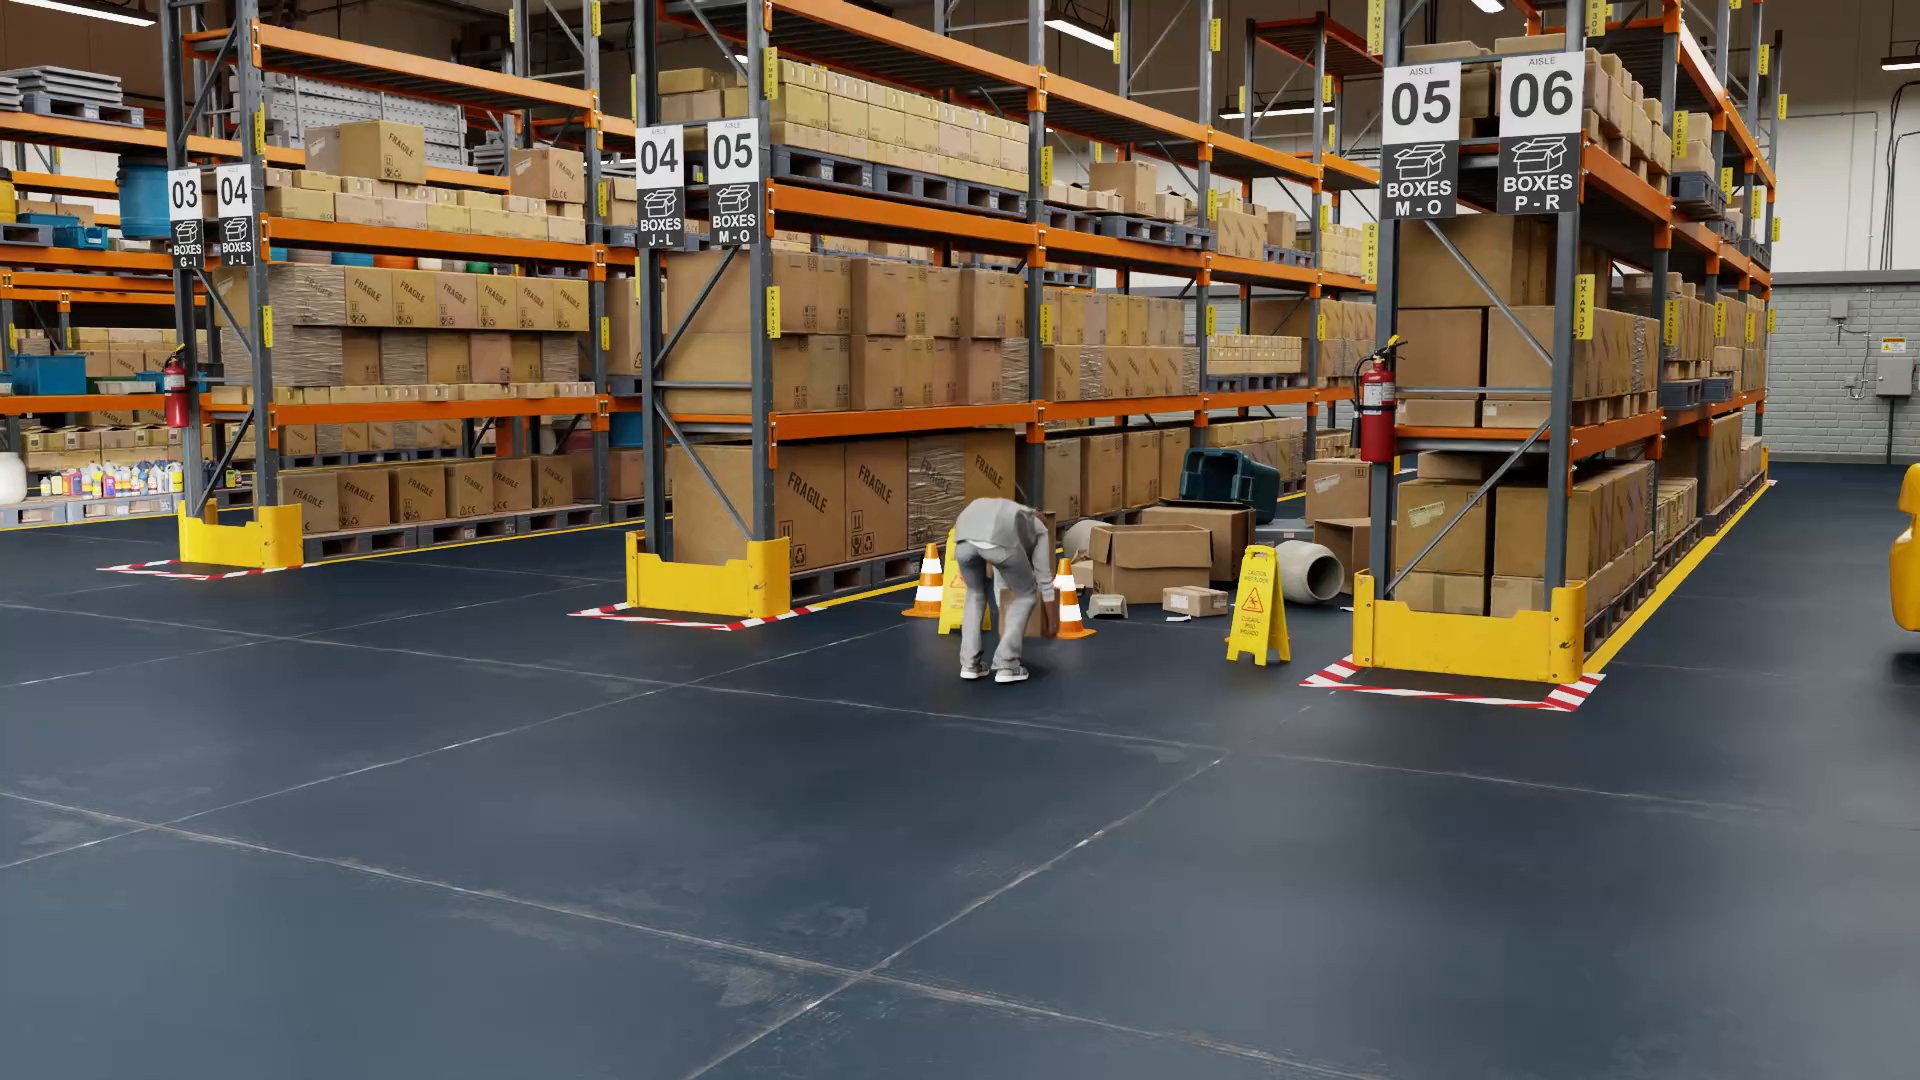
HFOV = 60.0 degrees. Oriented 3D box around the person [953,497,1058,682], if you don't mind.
[{"bbox_3d":[0.256,0.239,8.826,0.409,0.959,0.868,3,7,26],"label":"person"}]
